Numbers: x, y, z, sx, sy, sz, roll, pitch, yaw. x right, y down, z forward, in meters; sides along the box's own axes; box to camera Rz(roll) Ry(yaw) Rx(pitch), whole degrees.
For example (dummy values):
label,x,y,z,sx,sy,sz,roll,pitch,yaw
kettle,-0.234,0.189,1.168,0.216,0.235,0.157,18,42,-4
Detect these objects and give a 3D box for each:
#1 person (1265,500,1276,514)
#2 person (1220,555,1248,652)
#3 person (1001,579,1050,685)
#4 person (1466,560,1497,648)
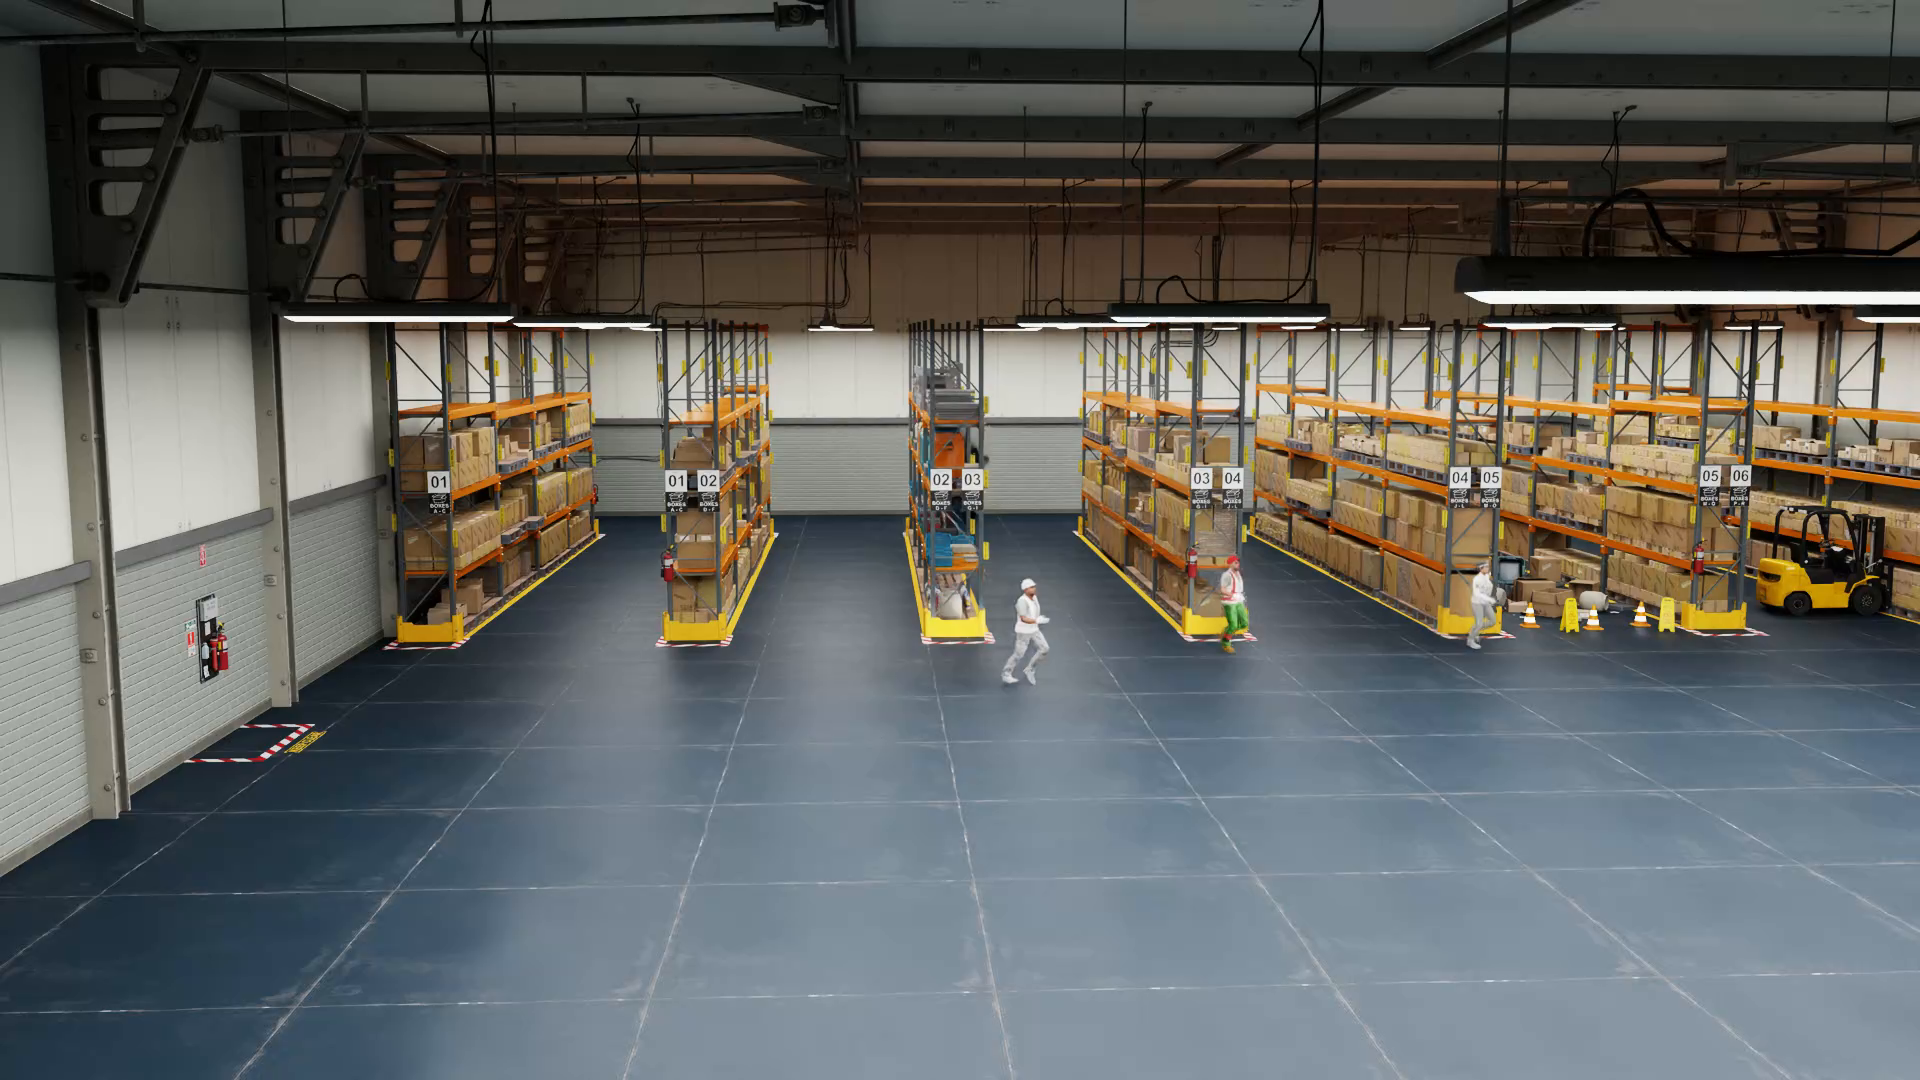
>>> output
label,x,y,z,sx,sy,sz,roll,pitch,yaw
person,9.197,-1.178,49.156,0.681,1.742,0.528,-2,7,-19
person,4.980,1.149,30.079,0.607,1.758,0.711,6,9,40
person,1.117,1.496,27.093,0.861,1.762,0.699,4,8,30
person,9.553,1.165,30.331,0.595,1.645,0.616,-6,9,-41
